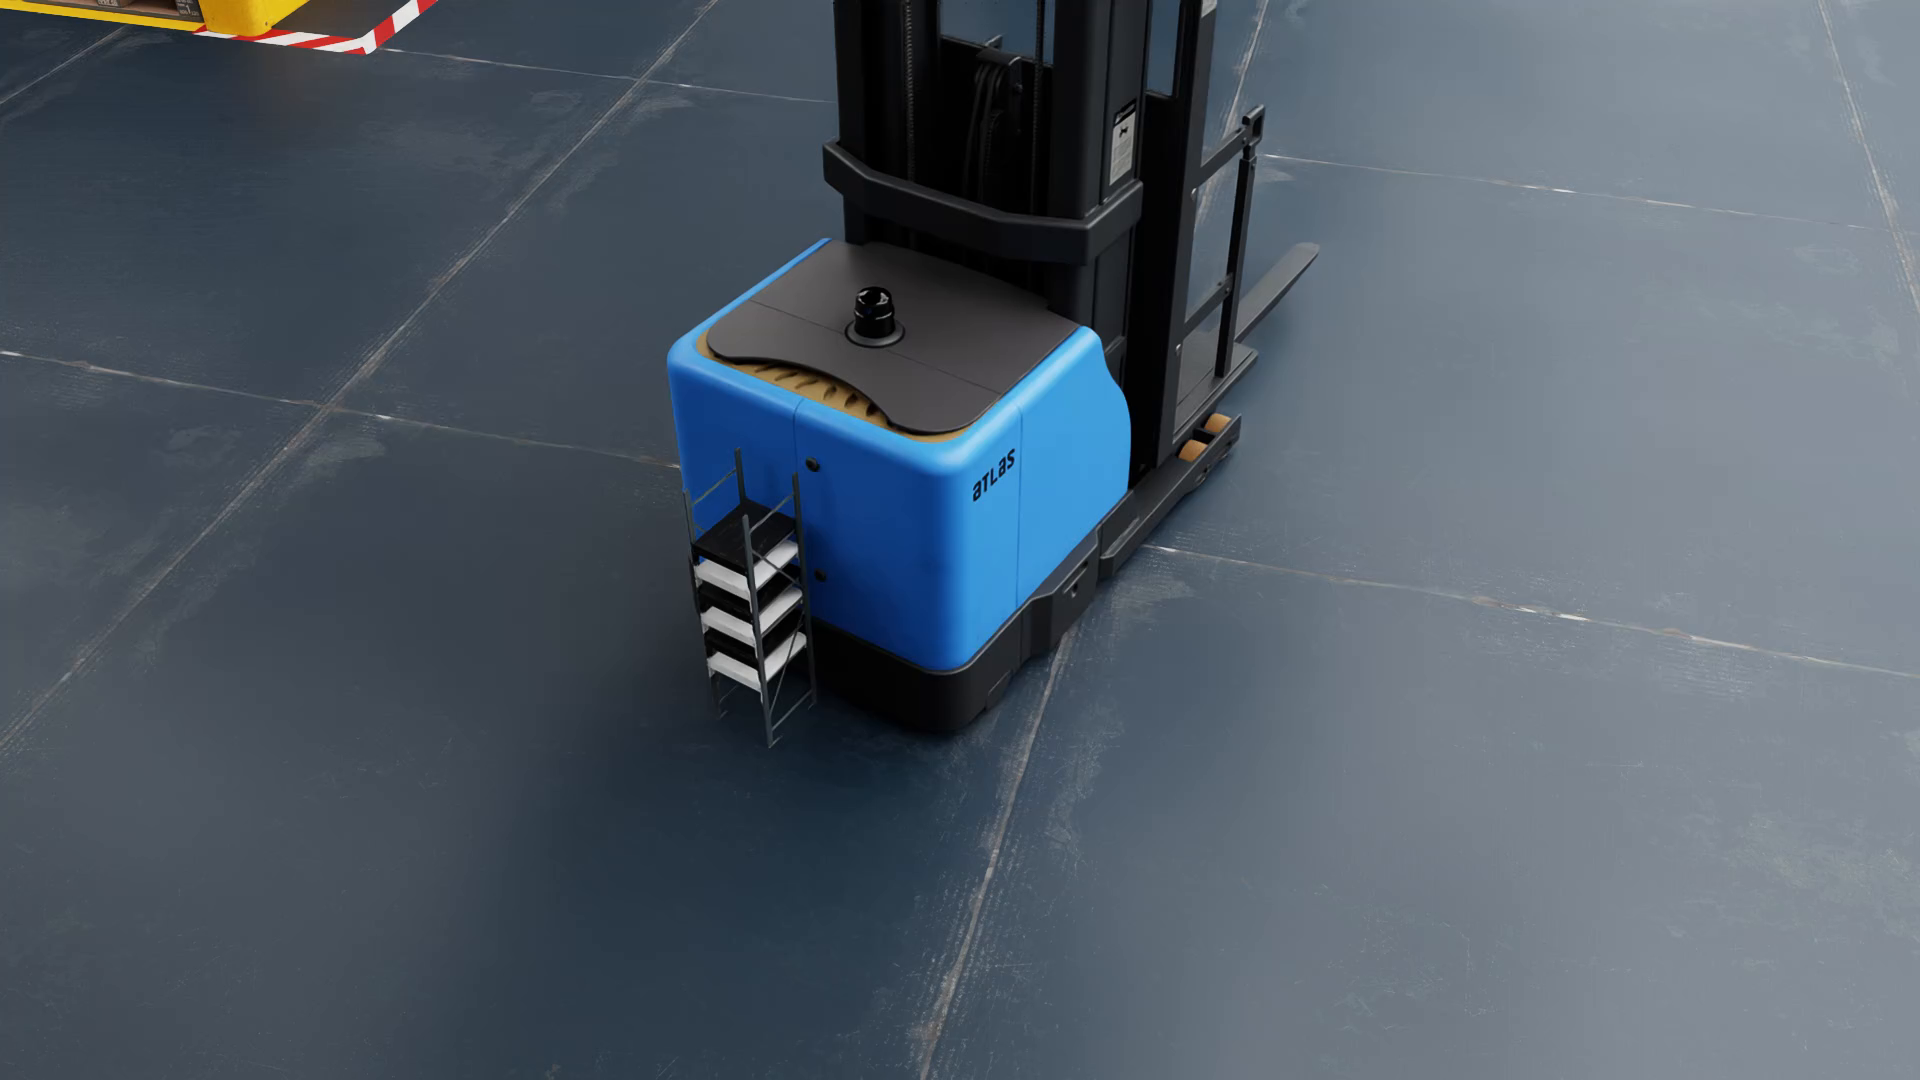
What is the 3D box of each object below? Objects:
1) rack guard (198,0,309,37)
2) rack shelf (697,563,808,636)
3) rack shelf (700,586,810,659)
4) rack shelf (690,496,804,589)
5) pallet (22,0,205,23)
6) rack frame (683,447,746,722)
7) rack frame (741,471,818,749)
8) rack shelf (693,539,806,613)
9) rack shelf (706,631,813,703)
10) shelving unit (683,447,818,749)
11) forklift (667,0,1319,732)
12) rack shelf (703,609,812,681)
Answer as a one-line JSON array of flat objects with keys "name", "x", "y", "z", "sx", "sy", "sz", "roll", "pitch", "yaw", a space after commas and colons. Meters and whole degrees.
[{"name": "rack guard", "x": -3.806, "y": -3.294, "z": 9.283, "sx": 0.348, "sy": 0.500, "sz": 1.175, "roll": 10, "pitch": 41, "yaw": 11}, {"name": "rack shelf", "x": -0.597, "y": 0.141, "z": 4.792, "sx": 0.200, "sy": 0.077, "sz": 0.258, "roll": 23, "pitch": 46, "yaw": 25}, {"name": "rack shelf", "x": -0.596, "y": 0.210, "z": 4.851, "sx": 0.200, "sy": 0.077, "sz": 0.258, "roll": 23, "pitch": 46, "yaw": 25}, {"name": "rack shelf", "x": -0.597, "y": 0.004, "z": 4.676, "sx": 0.200, "sy": 0.077, "sz": 0.258, "roll": 23, "pitch": 46, "yaw": 25}, {"name": "pallet", "x": -4.589, "y": -3.321, "z": 9.541, "sx": 1.213, "sy": 0.211, "sz": 1.003, "roll": 10, "pitch": 41, "yaw": 11}, {"name": "rack frame", "x": -0.681, "y": 0.148, "z": 4.872, "sx": 0.006, "sy": 0.900, "sz": 0.240, "roll": 23, "pitch": 46, "yaw": 25}, {"name": "rack frame", "x": -0.511, "y": 0.220, "z": 4.786, "sx": 0.006, "sy": 0.900, "sz": 0.240, "roll": 23, "pitch": 46, "yaw": 25}, {"name": "rack shelf", "x": -0.597, "y": 0.073, "z": 4.734, "sx": 0.200, "sy": 0.077, "sz": 0.258, "roll": 23, "pitch": 46, "yaw": 25}, {"name": "rack shelf", "x": -0.596, "y": 0.347, "z": 4.967, "sx": 0.200, "sy": 0.077, "sz": 0.258, "roll": 23, "pitch": 46, "yaw": 25}, {"name": "shelving unit", "x": -0.596, "y": 0.184, "z": 4.829, "sx": 0.210, "sy": 0.900, "sz": 0.258, "roll": 23, "pitch": 46, "yaw": 25}, {"name": "forklift", "x": 0.371, "y": -1.468, "z": 5.219, "sx": 1.130, "sy": 2.935, "sz": 3.031, "roll": 23, "pitch": 45, "yaw": 25}, {"name": "rack shelf", "x": -0.596, "y": 0.278, "z": 4.909, "sx": 0.200, "sy": 0.077, "sz": 0.258, "roll": 23, "pitch": 46, "yaw": 25}]
